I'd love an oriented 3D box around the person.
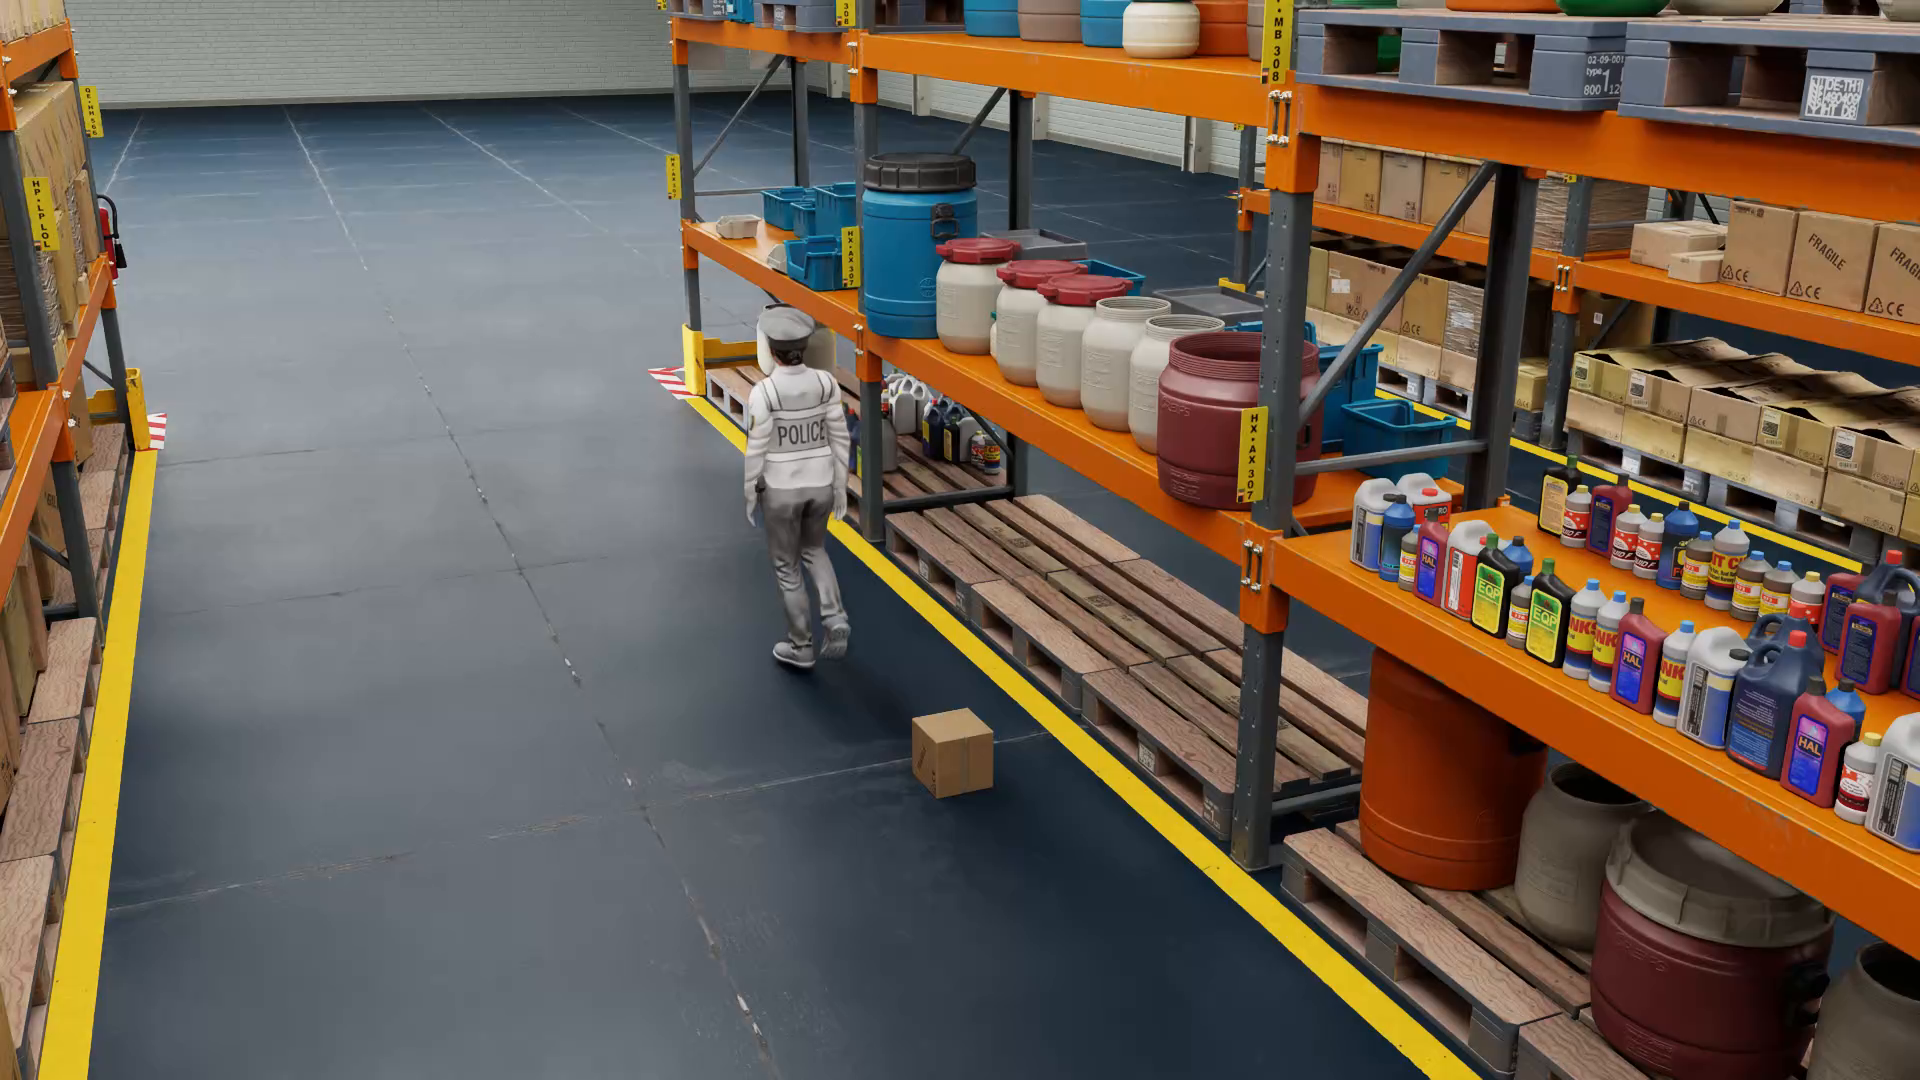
[{"bbox_3d":[-0.734,-0.218,7.581,0.492,1.679,0.445,-12,22,-32],"label":"person"}]
